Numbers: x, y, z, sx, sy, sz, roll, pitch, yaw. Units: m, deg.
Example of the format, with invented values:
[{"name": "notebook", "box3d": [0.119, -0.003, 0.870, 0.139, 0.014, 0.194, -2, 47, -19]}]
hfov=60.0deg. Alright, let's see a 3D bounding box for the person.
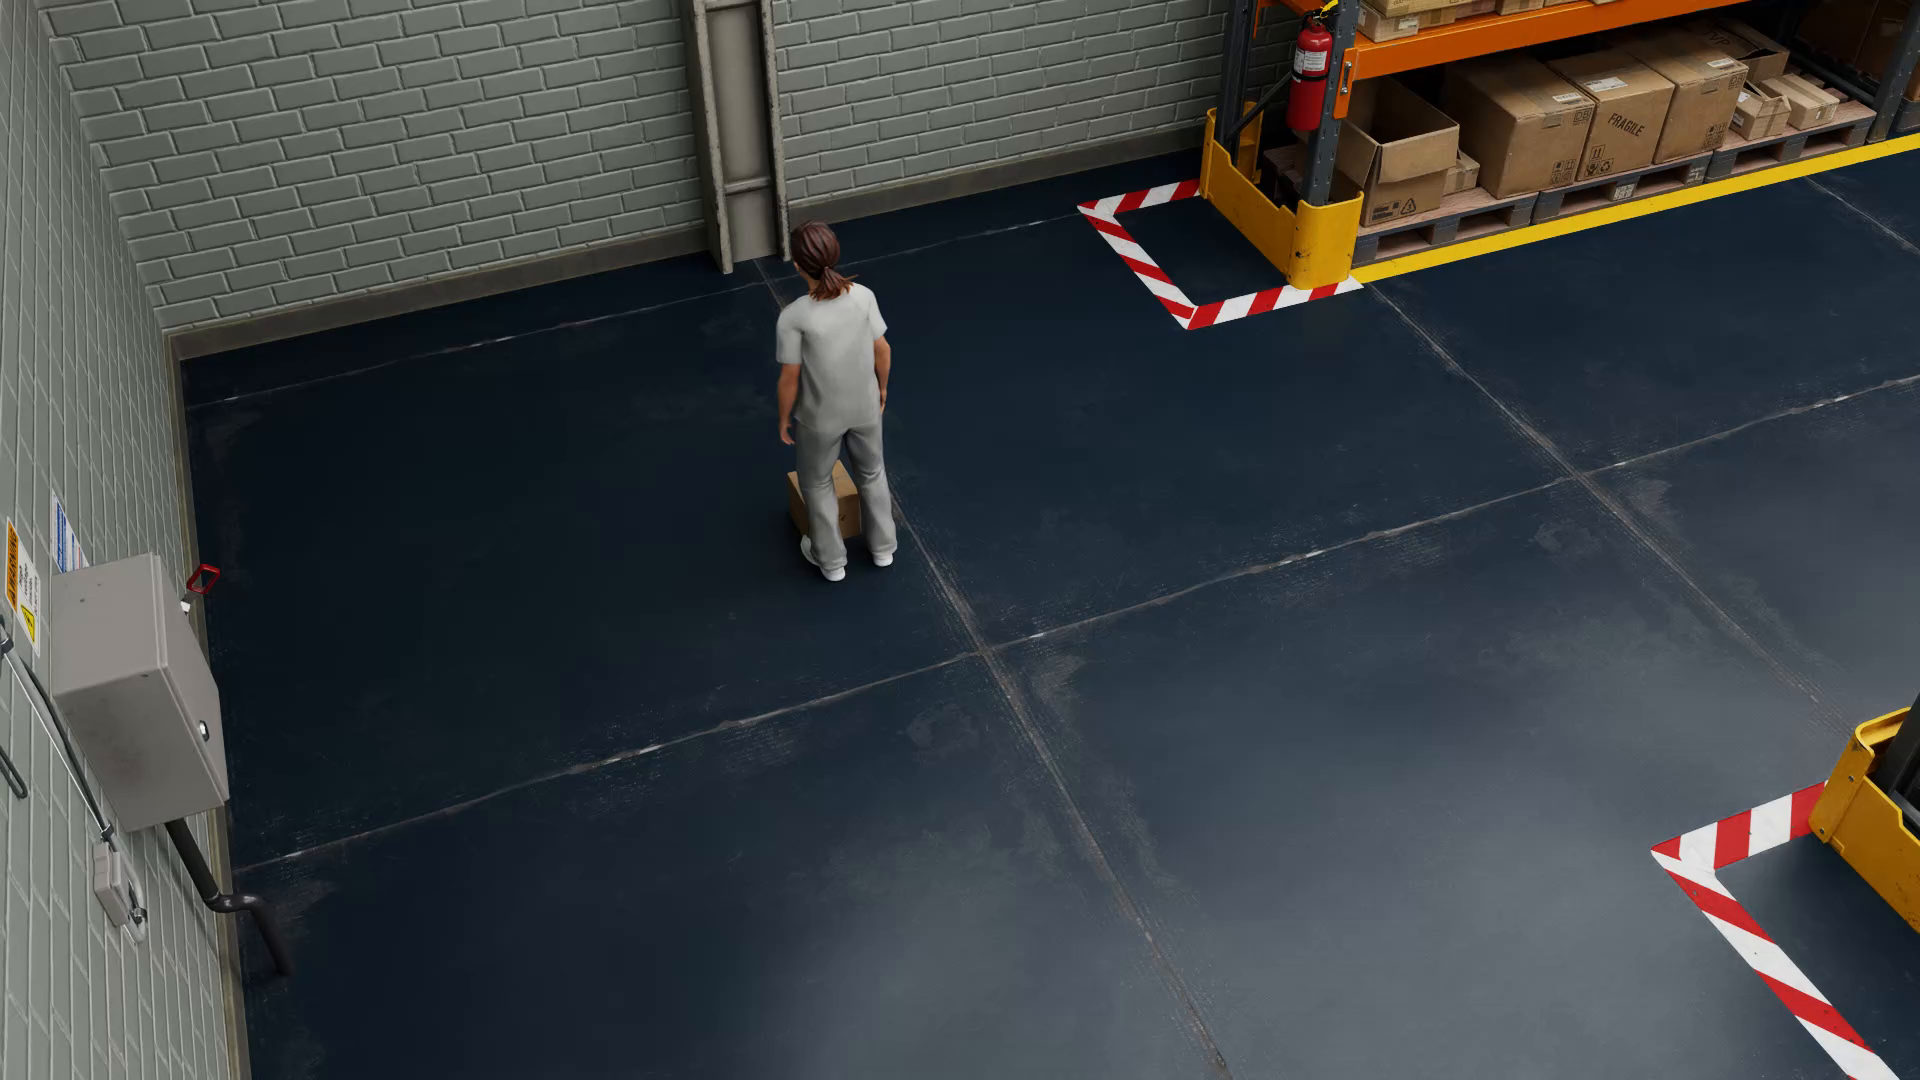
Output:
[{"name": "person", "box3d": [-0.503, -0.538, 6.761, 0.512, 1.671, 0.364, -18, 45, -19]}]
